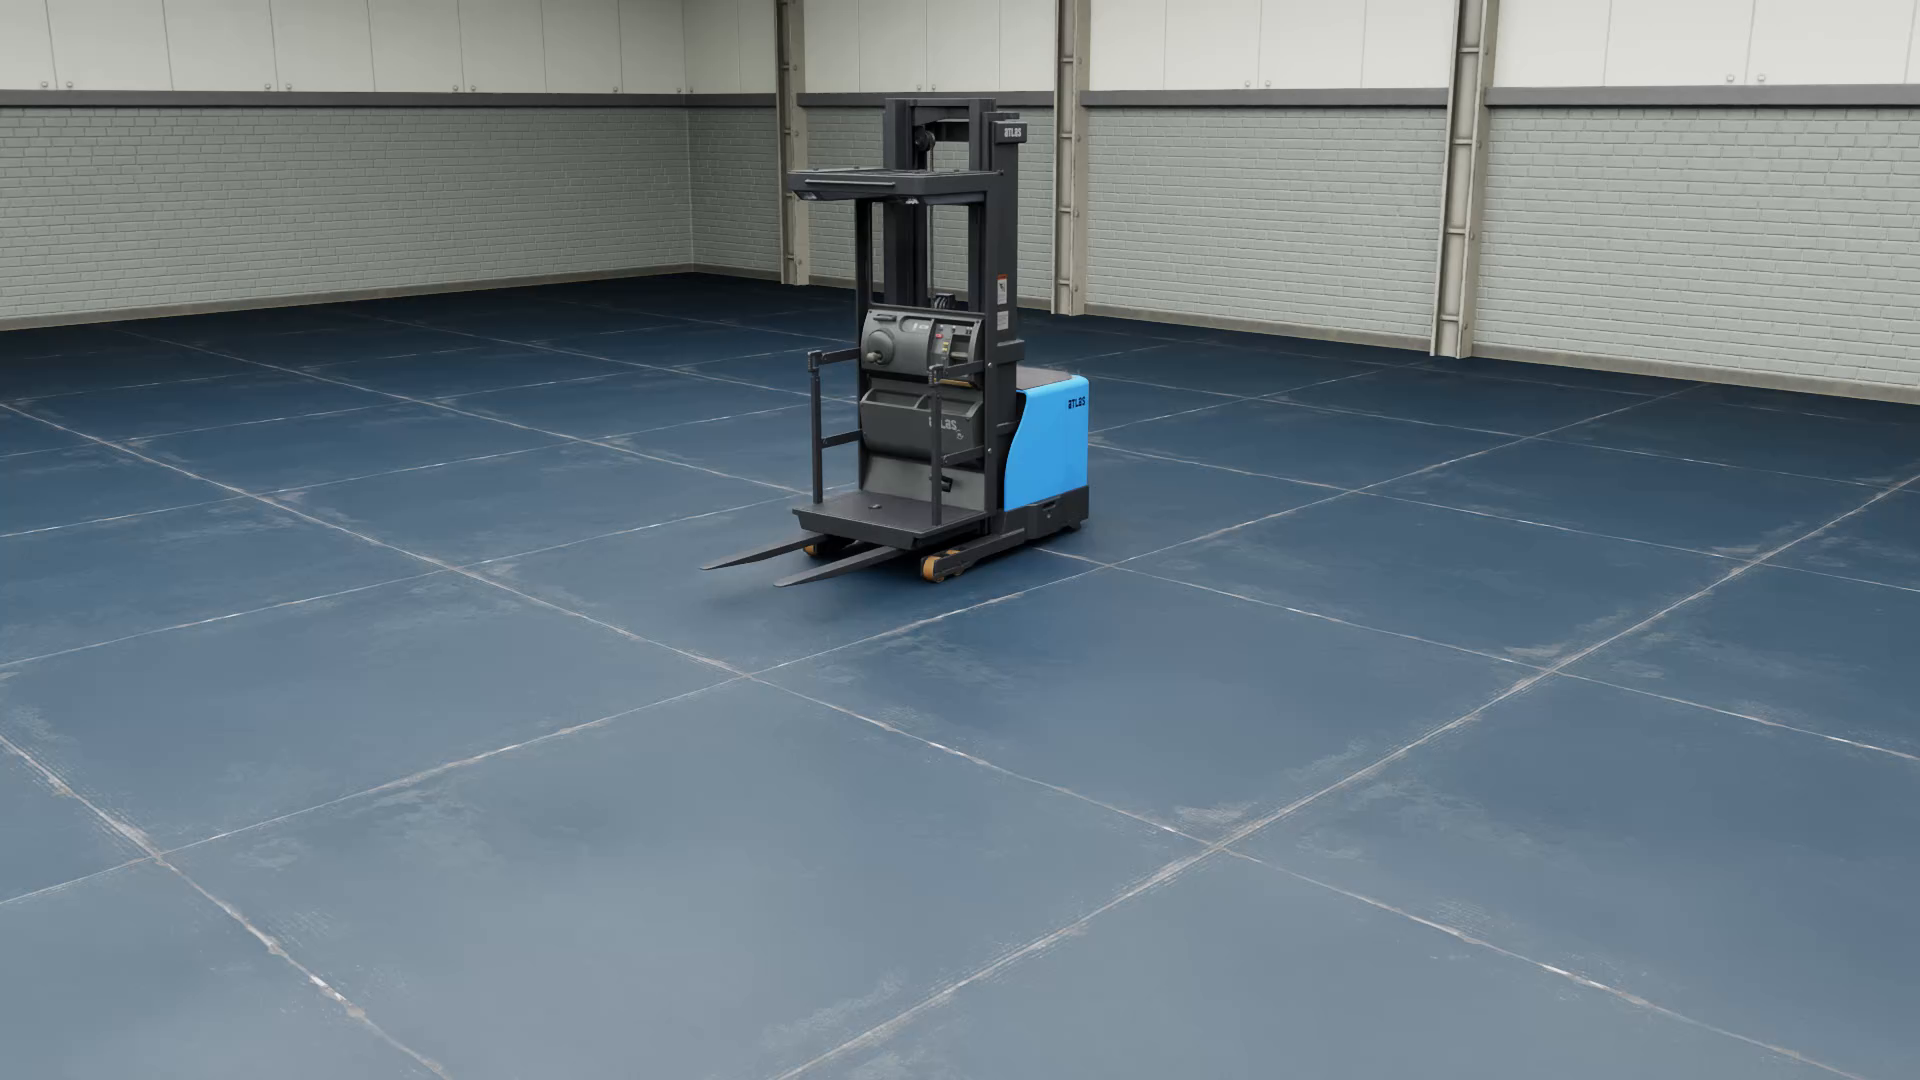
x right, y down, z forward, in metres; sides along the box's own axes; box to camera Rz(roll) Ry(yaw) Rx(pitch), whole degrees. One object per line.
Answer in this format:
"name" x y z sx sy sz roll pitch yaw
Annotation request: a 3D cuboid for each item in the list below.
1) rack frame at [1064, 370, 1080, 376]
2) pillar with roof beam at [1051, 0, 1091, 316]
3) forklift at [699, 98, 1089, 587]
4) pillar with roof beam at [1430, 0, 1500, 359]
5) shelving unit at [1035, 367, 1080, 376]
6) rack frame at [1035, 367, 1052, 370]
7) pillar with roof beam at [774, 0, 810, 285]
"rack frame" 0.774 -0.700 12.005 0.008 1.050 0.200 11 14 36
"pillar with roof beam" -1.432 -6.830 19.799 0.400 9.000 9.100 14 20 42
"forklift" -0.381 -1.292 10.576 1.130 2.935 3.031 11 18 36
"pillar with roof beam" 2.887 -5.780 15.769 0.400 9.000 9.100 14 20 42
"shelving unit" 0.677 -0.718 12.076 0.252 1.050 0.215 11 14 36
"rack frame" 0.580 -0.737 12.147 0.008 1.050 0.200 11 14 36
"pillar with roof beam" -5.752 -7.880 23.829 0.400 9.000 9.100 14 20 42
